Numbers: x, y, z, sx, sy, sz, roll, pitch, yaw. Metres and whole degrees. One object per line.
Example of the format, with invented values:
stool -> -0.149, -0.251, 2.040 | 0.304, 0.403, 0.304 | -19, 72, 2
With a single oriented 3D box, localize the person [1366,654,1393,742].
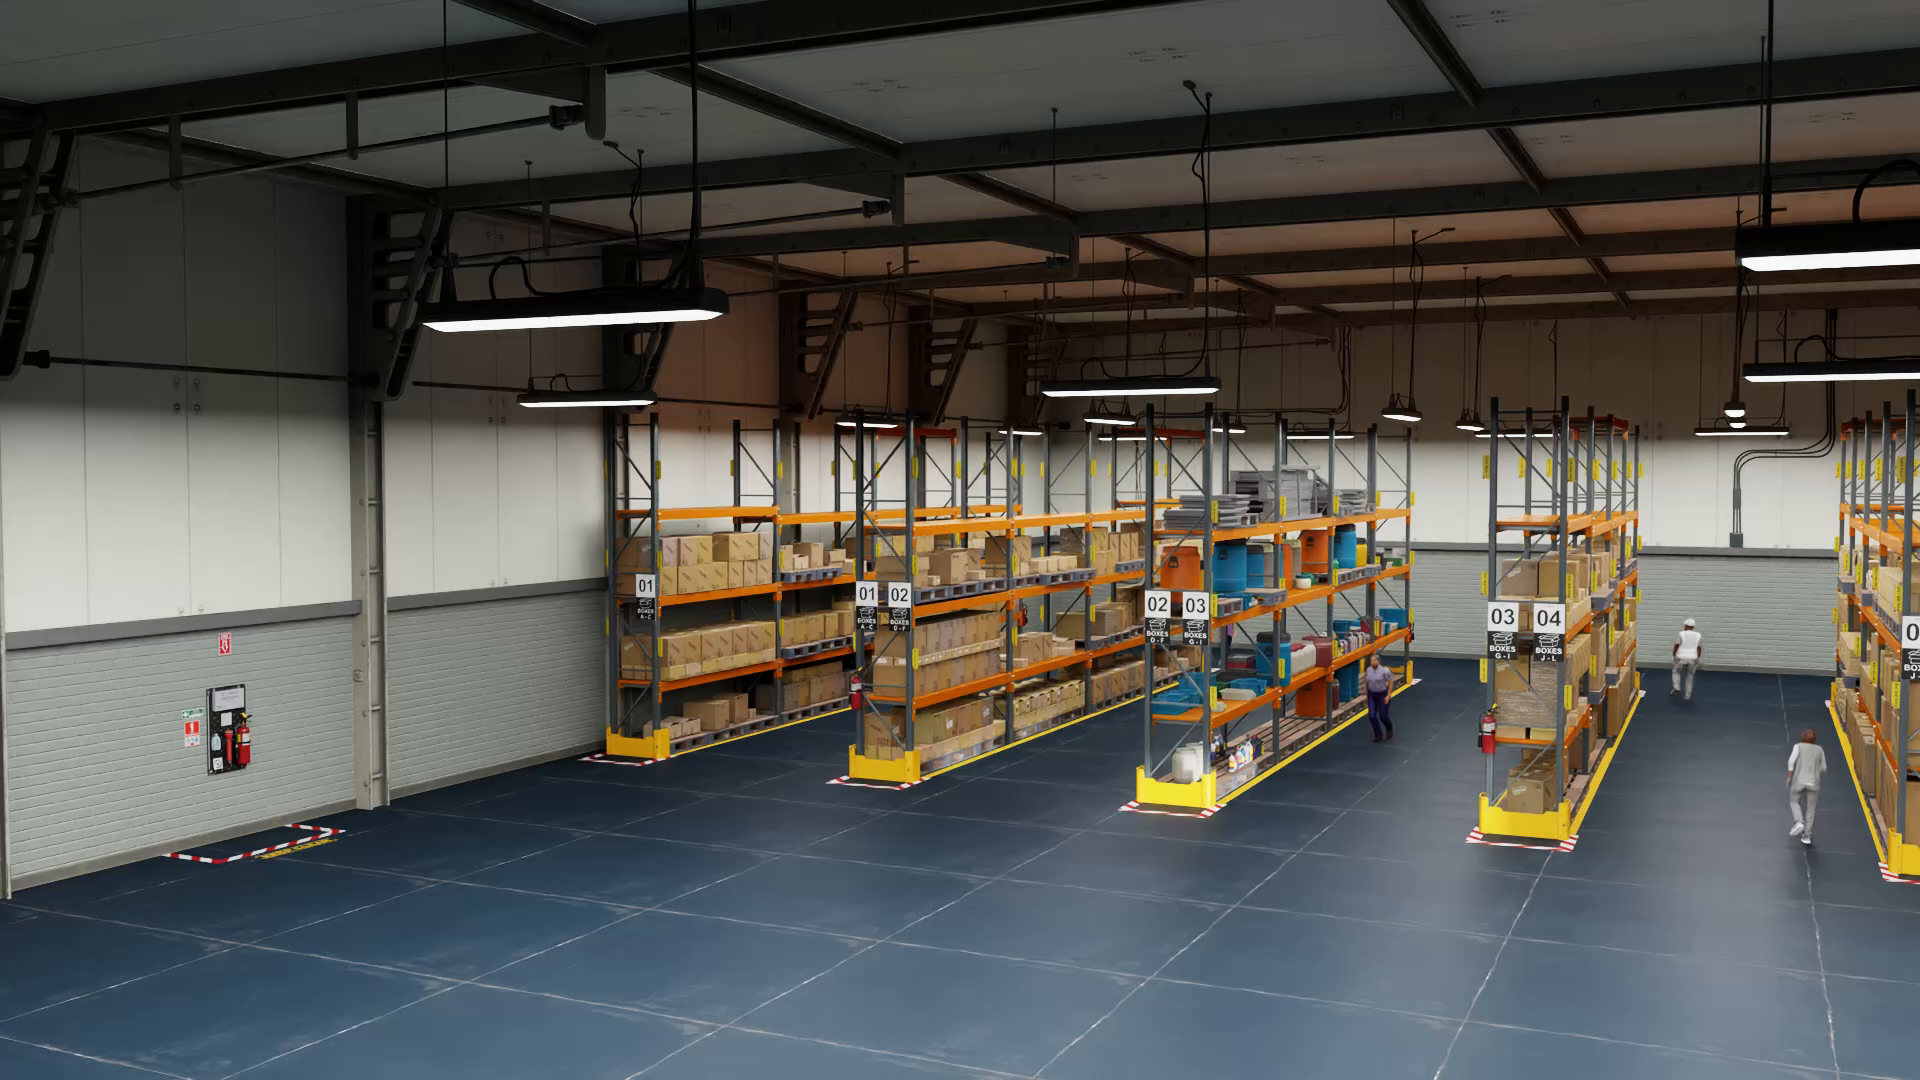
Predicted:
person -> 7.772, 2.906, 30.728 | 0.539, 1.626, 0.557 | 2, 3, 39

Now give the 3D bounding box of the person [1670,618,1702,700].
person -> 15.770, 2.588, 36.118 | 0.656, 1.753, 0.594 | 1, 3, 17

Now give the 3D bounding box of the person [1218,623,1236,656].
person -> 6.839, 2.421, 42.483 | 0.430, 1.546, 0.952 | 0, 2, -1

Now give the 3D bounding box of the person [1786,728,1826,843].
person -> 11.466, 3.310, 22.543 | 0.485, 1.495, 0.742 | 1, 3, 27
